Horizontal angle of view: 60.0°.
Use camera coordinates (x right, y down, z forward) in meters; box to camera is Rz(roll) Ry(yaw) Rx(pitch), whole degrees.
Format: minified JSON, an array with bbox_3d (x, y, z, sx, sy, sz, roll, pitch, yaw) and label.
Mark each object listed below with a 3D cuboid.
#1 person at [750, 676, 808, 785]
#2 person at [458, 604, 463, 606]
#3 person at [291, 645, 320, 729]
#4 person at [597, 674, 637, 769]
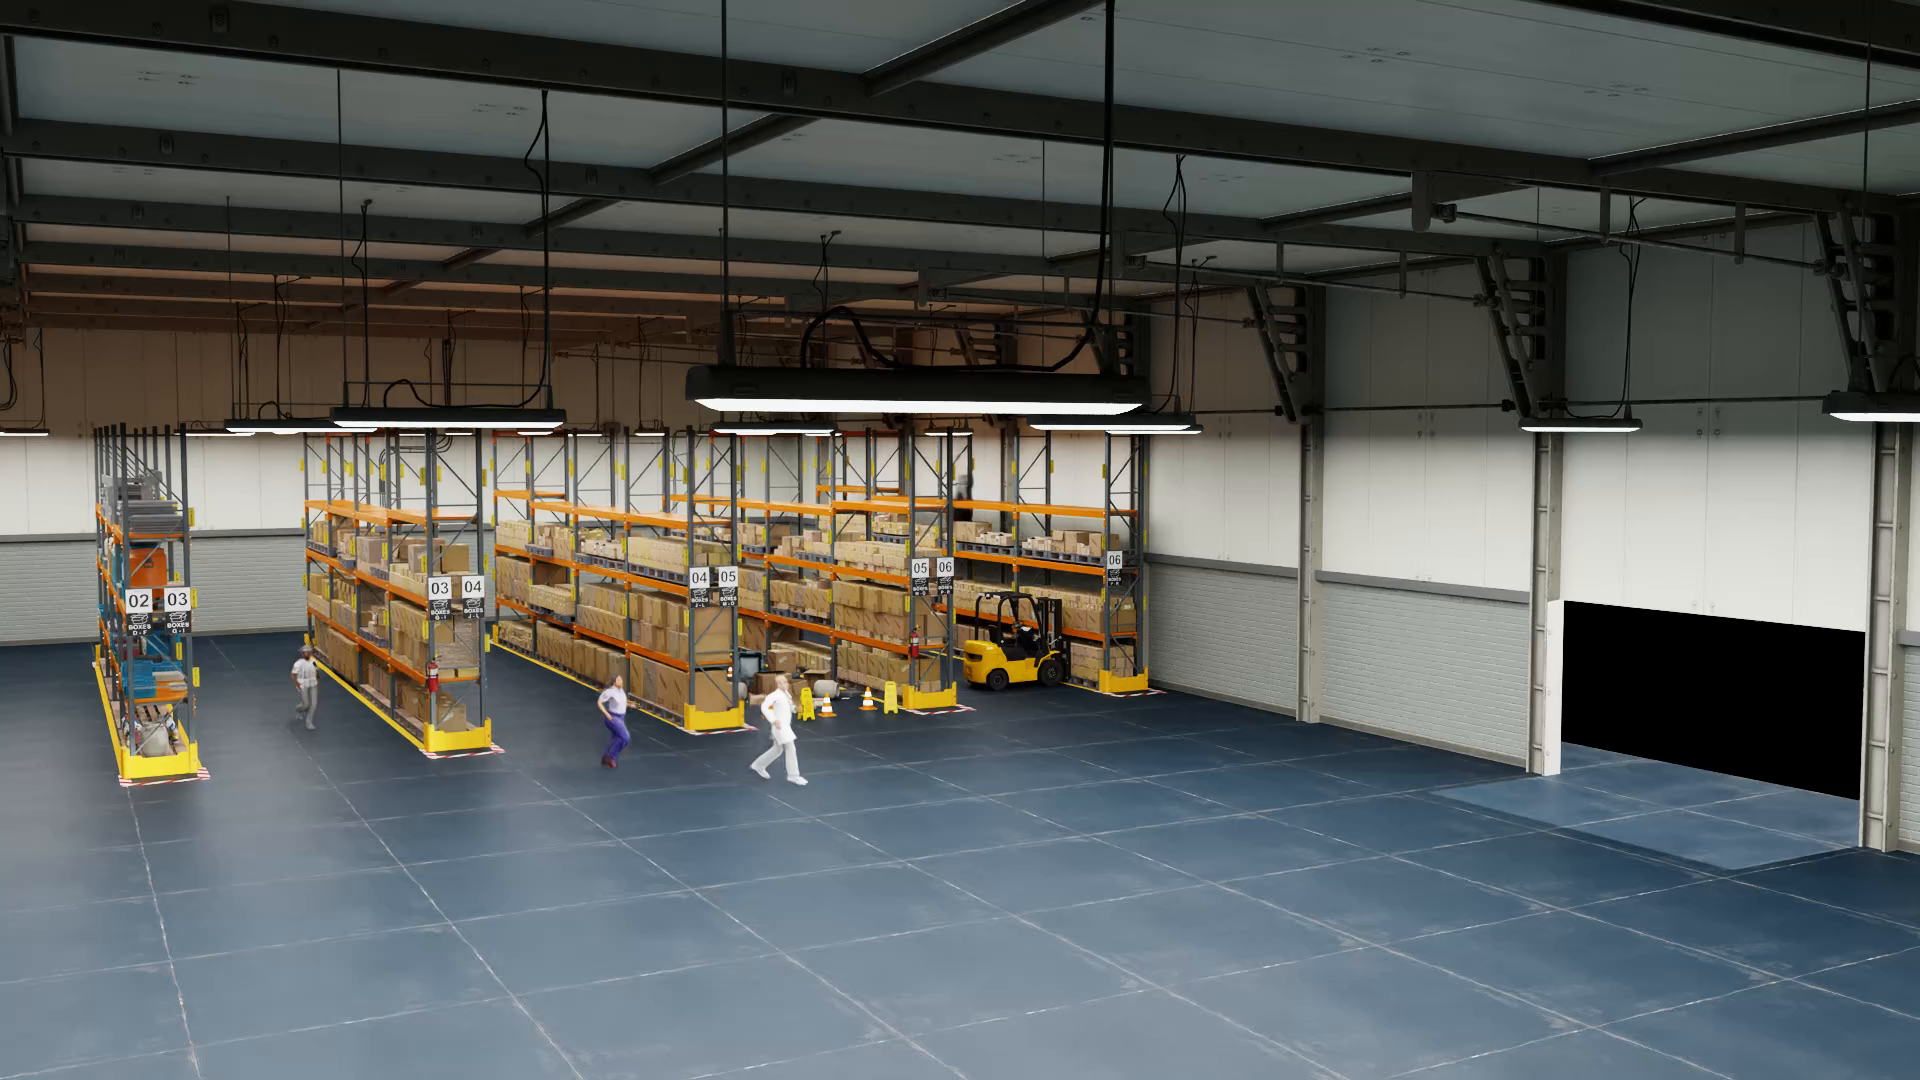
[{"bbox_3d":[-3.008,3.151,27.709,0.987,1.805,0.686,0,3,6],"label":"person"},{"bbox_3d":[-14.278,2.071,46.501,0.691,1.699,0.942,1,4,22],"label":"person"},{"bbox_3d":[-12.977,2.902,33.030,0.575,1.662,0.589,-3,5,-44],"label":"person"},{"bbox_3d":[-5.966,3.159,29.005,0.636,1.644,0.580,1,4,10],"label":"person"}]
